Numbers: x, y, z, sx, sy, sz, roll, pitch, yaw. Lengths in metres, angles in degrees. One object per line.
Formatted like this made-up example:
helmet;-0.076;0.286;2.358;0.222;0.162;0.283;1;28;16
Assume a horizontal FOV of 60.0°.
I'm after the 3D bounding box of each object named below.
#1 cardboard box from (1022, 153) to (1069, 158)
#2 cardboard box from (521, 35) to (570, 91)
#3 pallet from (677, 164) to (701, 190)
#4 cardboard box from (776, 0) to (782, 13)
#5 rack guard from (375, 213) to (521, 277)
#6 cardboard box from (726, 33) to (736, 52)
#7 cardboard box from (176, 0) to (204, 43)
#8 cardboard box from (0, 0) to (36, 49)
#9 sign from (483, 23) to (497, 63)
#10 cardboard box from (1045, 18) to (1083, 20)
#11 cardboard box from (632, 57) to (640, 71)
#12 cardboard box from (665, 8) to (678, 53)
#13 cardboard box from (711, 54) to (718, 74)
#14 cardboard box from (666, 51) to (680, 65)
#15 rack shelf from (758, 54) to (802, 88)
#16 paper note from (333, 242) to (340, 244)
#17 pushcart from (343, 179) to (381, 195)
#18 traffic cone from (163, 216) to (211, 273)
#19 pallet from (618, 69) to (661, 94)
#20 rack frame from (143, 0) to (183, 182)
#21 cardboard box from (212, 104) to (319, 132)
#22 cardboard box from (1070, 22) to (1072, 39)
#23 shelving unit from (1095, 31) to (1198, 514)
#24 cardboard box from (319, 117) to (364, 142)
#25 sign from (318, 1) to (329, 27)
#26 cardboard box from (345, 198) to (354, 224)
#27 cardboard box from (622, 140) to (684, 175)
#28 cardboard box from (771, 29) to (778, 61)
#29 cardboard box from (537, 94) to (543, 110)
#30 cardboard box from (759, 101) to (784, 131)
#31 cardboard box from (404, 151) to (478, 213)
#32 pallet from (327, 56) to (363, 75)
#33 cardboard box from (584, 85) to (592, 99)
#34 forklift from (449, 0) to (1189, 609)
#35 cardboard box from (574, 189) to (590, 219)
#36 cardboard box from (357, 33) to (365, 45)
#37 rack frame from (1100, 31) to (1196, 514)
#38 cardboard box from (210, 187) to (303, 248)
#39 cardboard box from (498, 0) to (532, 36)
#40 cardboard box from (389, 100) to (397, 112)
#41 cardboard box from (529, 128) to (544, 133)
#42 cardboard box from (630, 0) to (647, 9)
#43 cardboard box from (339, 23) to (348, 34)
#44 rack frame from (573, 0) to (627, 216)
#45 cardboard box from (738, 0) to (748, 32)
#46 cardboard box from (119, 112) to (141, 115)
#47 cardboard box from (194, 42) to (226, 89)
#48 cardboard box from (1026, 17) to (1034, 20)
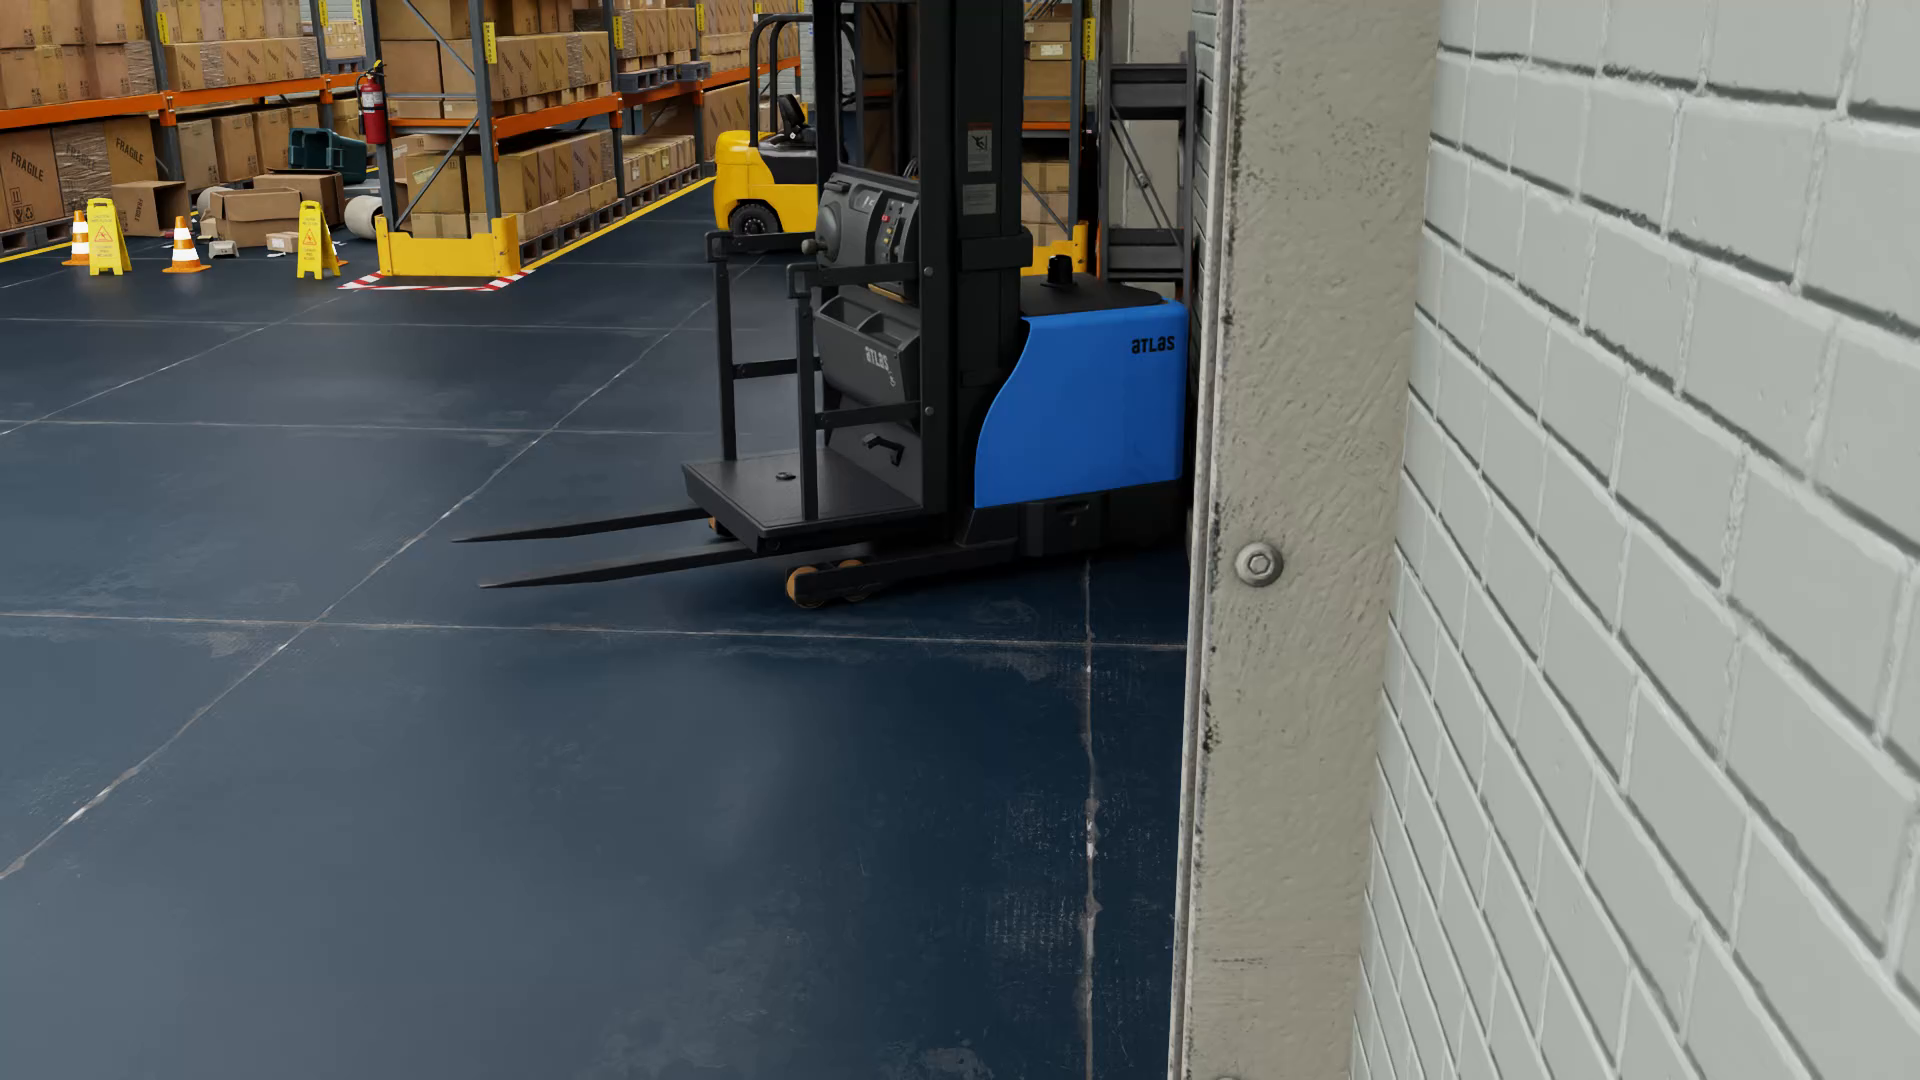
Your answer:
cardboard box;0.748;-3.298;14.805;0.500;0.250;0.500;1;18;4
cardboard box;-4.051;-4.546;15.841;0.500;0.500;0.500;1;18;3
pallet;-3.943;-4.656;21.293;1.003;0.211;1.213;1;18;4
cardboard box;-3.194;-8.603;27.095;0.500;0.500;0.500;1;18;4
rack guard;-4.454;-2.575;14.478;1.175;0.500;0.348;1;18;4
cardboard box;-3.467;-7.014;23.449;0.500;0.250;0.500;2;18;5
cardboard box;-9.052;-5.897;18.837;0.700;0.500;0.500;1;18;3
cardboard box;-9.215;-4.861;15.465;0.875;0.550;0.550;1;18;4
sign;-3.918;-4.138;13.845;0.100;0.325;0.005;1;18;4
cardboard box;0.998;-4.944;16.014;0.380;0.149;0.250;1;18;3
cardboard box;-3.791;-5.303;18.520;0.380;0.149;0.250;2;18;5
cardboard box;-3.702;-6.147;20.053;0.500;0.500;0.500;0;18;0
cardboard box;-3.580;-6.459;22.557;0.500;0.250;0.500;1;18;2
cardboard box;-3.627;-5.869;20.245;0.380;0.149;0.250;2;18;5
rack shelf;-3.455;-7.745;27.398;1.077;0.370;4.000;1;18;4
paper note;-6.166;-2.921;16.307;0.148;0.019;0.142;8;20;23
pushcart;-6.450;-3.771;18.324;1.648;0.377;0.936;-5;19;-15
traffic cone;-6.846;-2.615;14.660;0.336;0.463;0.334;1;18;4
pallet;-3.972;-5.124;18.552;1.003;0.211;1.213;1;18;4
rack frame;-9.117;-5.060;18.049;1.000;3.000;0.127;1;18;4
cardboard box;-8.963;-5.246;21.555;1.050;0.750;0.750;1;18;3
cardboard box;0.811;-4.307;14.071;0.380;0.149;0.250;2;18;6
shelving unit;0.833;-1.190;7.578;0.431;2.100;0.503;1;7;3
cardboard box;-8.525;-5.528;22.818;0.500;0.500;0.500;1;18;2
sign;-8.276;-6.842;21.626;0.100;0.325;0.005;1;18;4
cardboard box;-6.371;-3.477;17.608;0.258;0.266;0.396;-13;22;-34
cardboard box;-3.981;-4.770;20.708;0.950;0.372;0.625;1;18;3
cardboard box;-3.222;-7.964;26.750;0.500;0.500;0.500;1;18;4
cardboard box;-4.075;-4.039;15.335;0.380;0.149;0.250;2;18;5
cardboard box;-3.383;-6.919;27.161;0.875;0.438;0.875;1;18;2
cardboard box;-4.662;-3.243;15.040;0.500;0.500;0.500;1;18;4
pallet;-8.885;-6.435;22.553;1.213;0.211;1.003;1;18;4
cardboard box;-3.999;-4.598;17.043;0.380;0.149;0.250;1;18;4
forklift;-0.567;-1.307;6.704;3.031;2.935;1.130;-9;20;-25
cardboard box;-4.016;-3.361;16.605;0.500;0.250;0.500;2;18;5
cardboard box;-8.525;-6.993;23.198;0.380;0.149;0.250;1;18;4
rack frame;0.818;-1.163;7.336;0.400;2.100;0.015;1;7;3
cardboard box;-6.858;-3.155;16.243;0.797;0.503;0.637;-13;22;-34
cardboard box;-4.488;-5.036;15.731;0.700;0.500;0.500;1;18;4
cardboard box;-8.418;-6.352;24.128;0.500;0.250;0.500;0;18;1
cardboard box;-4.553;-4.324;17.298;0.380;0.149;0.250;2;18;5
cardboard box;-3.811;-6.156;19.038;0.380;0.149;0.250;2;18;7
cardboard box;-8.565;-6.964;22.634;0.380;0.149;0.250;1;18;4
rack frame;-4.172;-4.981;17.808;1.000;3.000;0.127;1;18;4
cardboard box;-3.410;-7.683;24.288;0.500;0.500;0.500;2;18;5
cardboard box;-13.509;-6.678;25.723;1.225;0.875;0.875;1;18;4
cardboard box;-8.775;-5.422;18.992;0.500;0.500;0.500;1;18;4
cardboard box;0.549;-5.193;16.773;0.380;0.149;0.250;2;18;5
